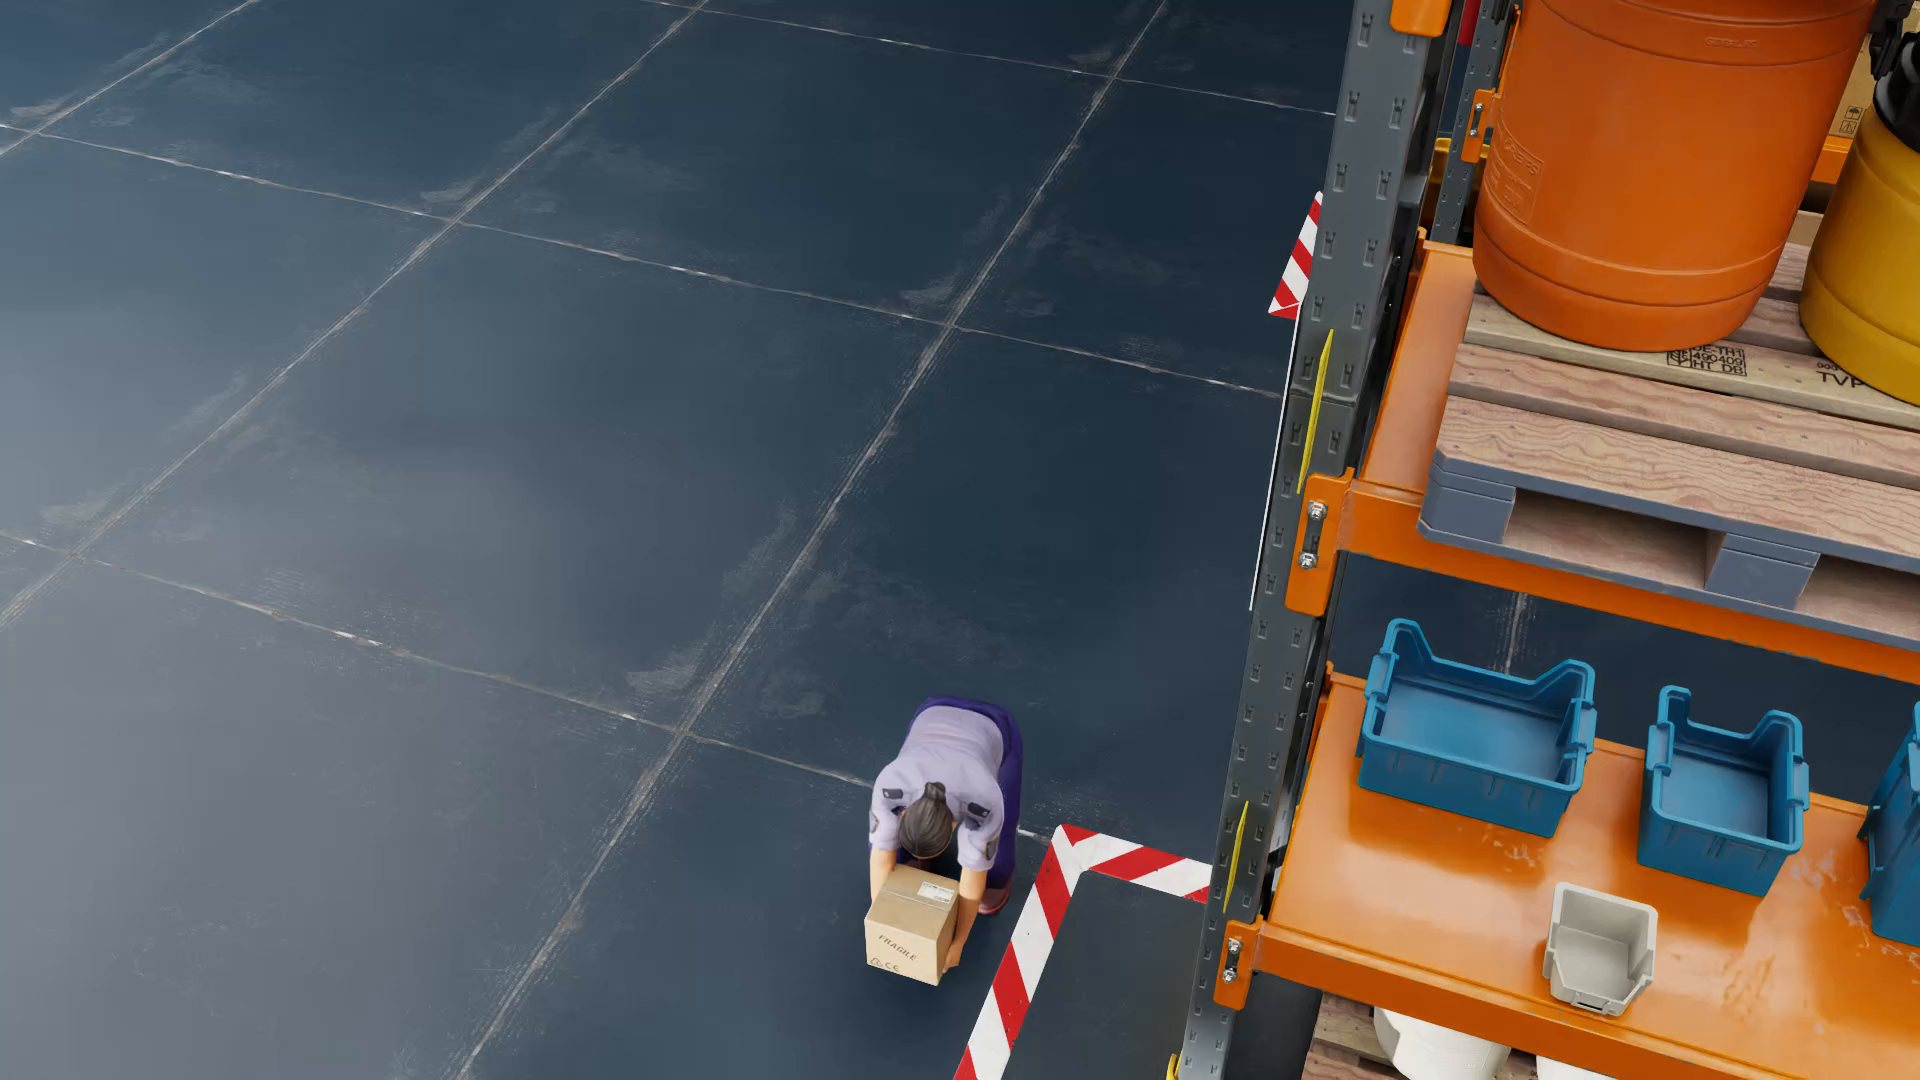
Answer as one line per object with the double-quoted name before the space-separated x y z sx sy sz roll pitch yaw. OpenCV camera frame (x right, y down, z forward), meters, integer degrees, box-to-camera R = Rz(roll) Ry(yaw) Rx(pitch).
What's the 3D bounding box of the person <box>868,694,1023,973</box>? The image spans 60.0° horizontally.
"person" -0.048 0.953 5.643 0.516 0.937 0.868 10 43 11
